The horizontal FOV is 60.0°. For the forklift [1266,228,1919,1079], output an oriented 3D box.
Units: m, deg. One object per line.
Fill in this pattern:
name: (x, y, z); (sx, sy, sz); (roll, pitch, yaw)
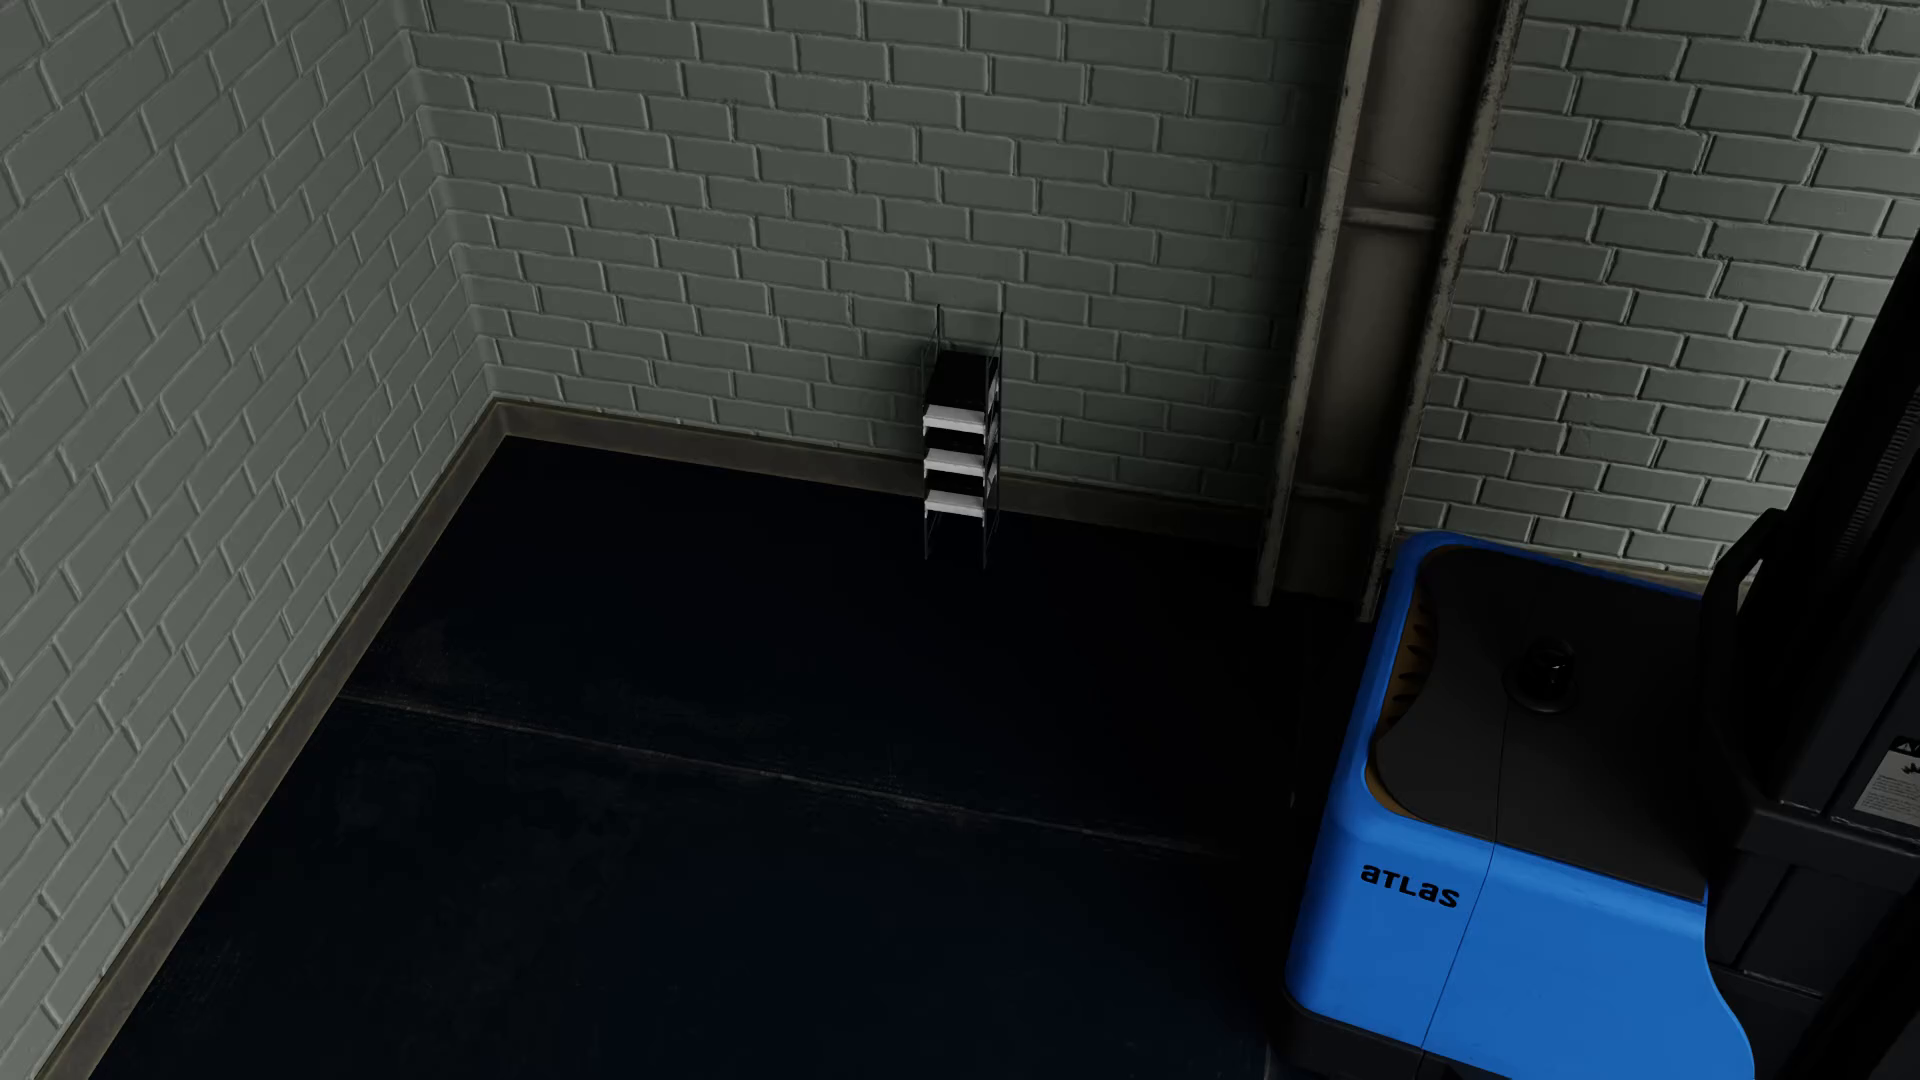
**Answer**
forklift: (2.367, 0.358, 3.264); (3.031, 2.935, 1.130); (15, 46, 15)

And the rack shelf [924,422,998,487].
rack shelf: (0.008, -0.299, 5.460); (0.200, 0.077, 0.258); (9, 45, 9)

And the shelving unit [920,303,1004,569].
shelving unit: (0.008, -0.323, 5.437); (0.210, 0.900, 0.258); (9, 45, 9)

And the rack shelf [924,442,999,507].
rack shelf: (0.008, -0.234, 5.522); (0.200, 0.077, 0.258); (9, 45, 9)

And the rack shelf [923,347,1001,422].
rack shelf: (0.008, -0.493, 5.273); (0.200, 0.077, 0.258); (9, 45, 9)

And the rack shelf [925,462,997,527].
rack shelf: (0.008, -0.169, 5.585); (0.200, 0.077, 0.258); (9, 45, 9)

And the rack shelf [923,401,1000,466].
rack shelf: (0.008, -0.364, 5.397); (0.200, 0.077, 0.258); (9, 45, 9)

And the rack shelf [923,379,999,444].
rack shelf: (0.008, -0.429, 5.335); (0.200, 0.077, 0.258); (9, 45, 9)

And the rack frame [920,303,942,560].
rack frame: (-0.091, -0.338, 5.453); (0.006, 0.900, 0.240); (9, 45, 9)

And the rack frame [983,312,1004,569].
rack frame: (0.107, -0.308, 5.421); (0.006, 0.900, 0.240); (9, 45, 9)
